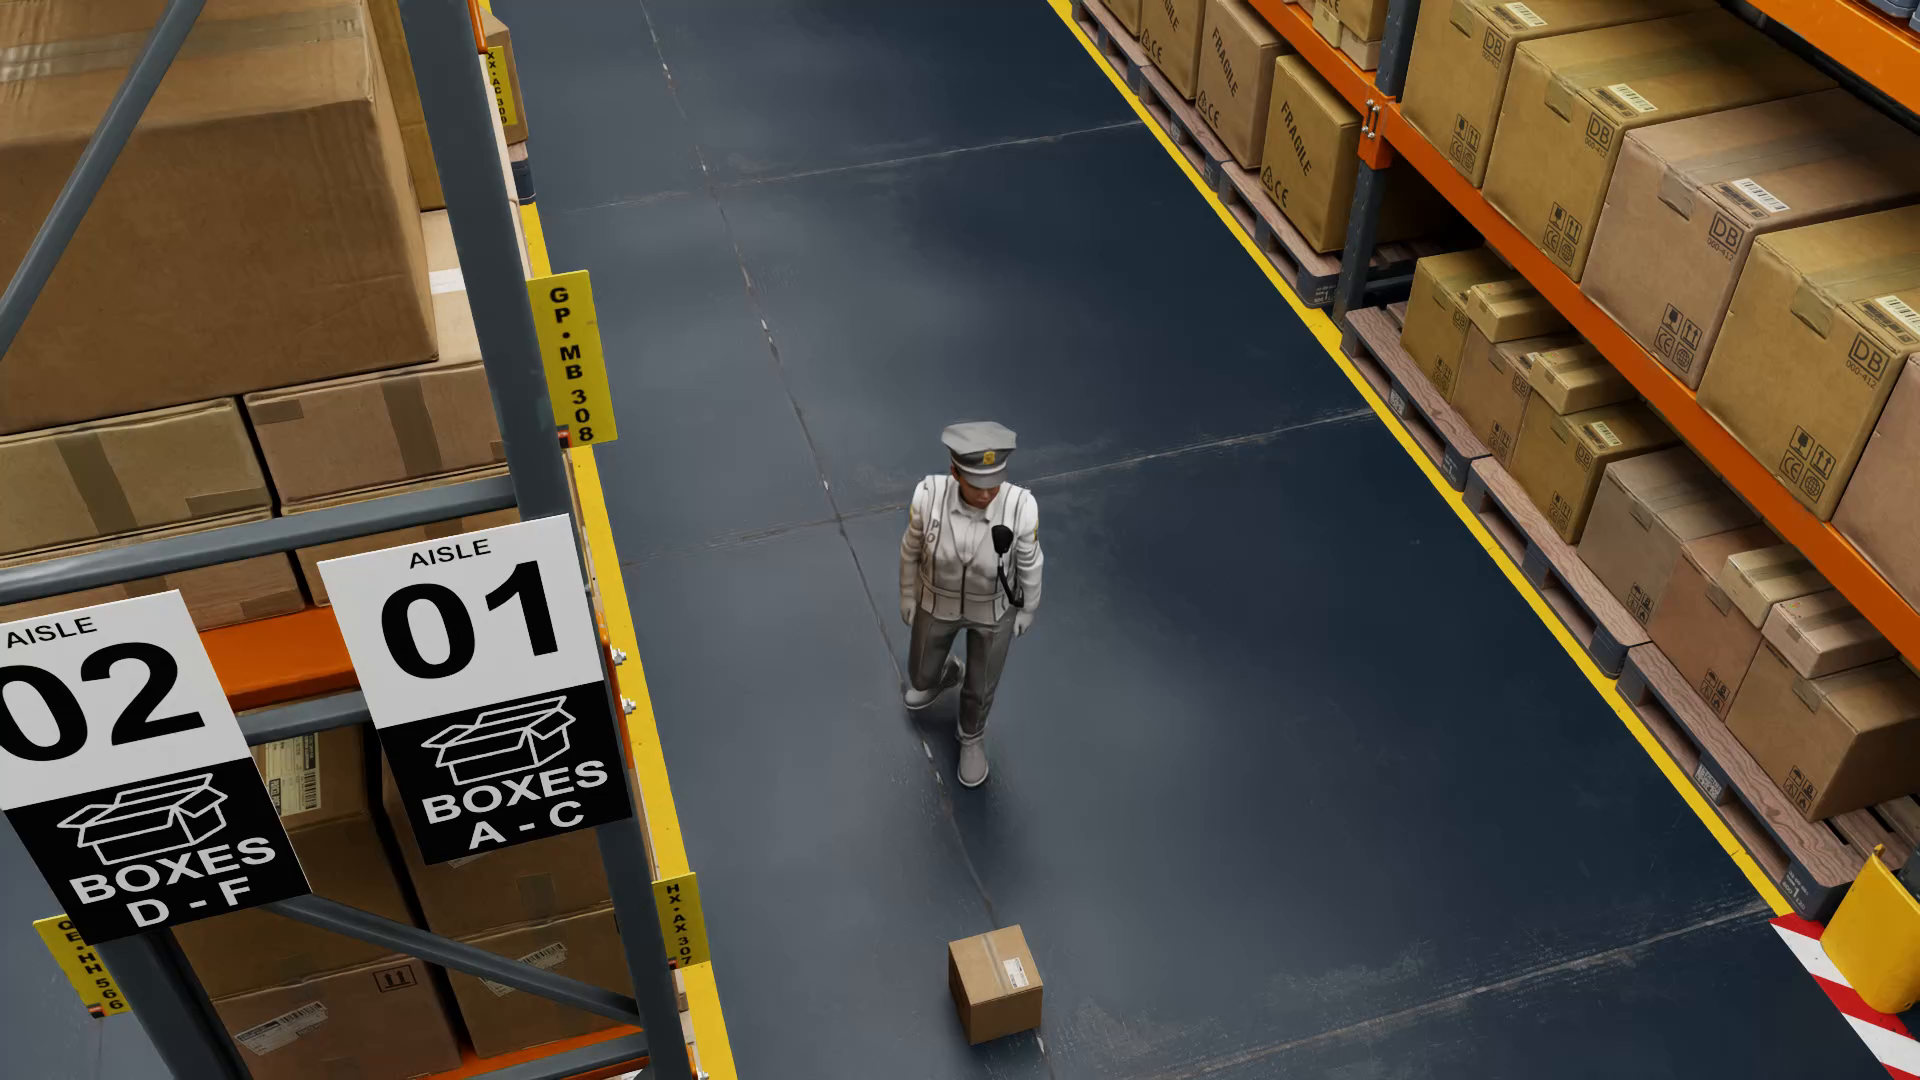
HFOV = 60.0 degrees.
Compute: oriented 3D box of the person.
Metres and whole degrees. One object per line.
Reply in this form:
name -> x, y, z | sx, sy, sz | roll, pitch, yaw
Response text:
person -> 0.031, 0.175, 5.960 | 0.534, 1.670, 0.535 | 6, 43, 6
